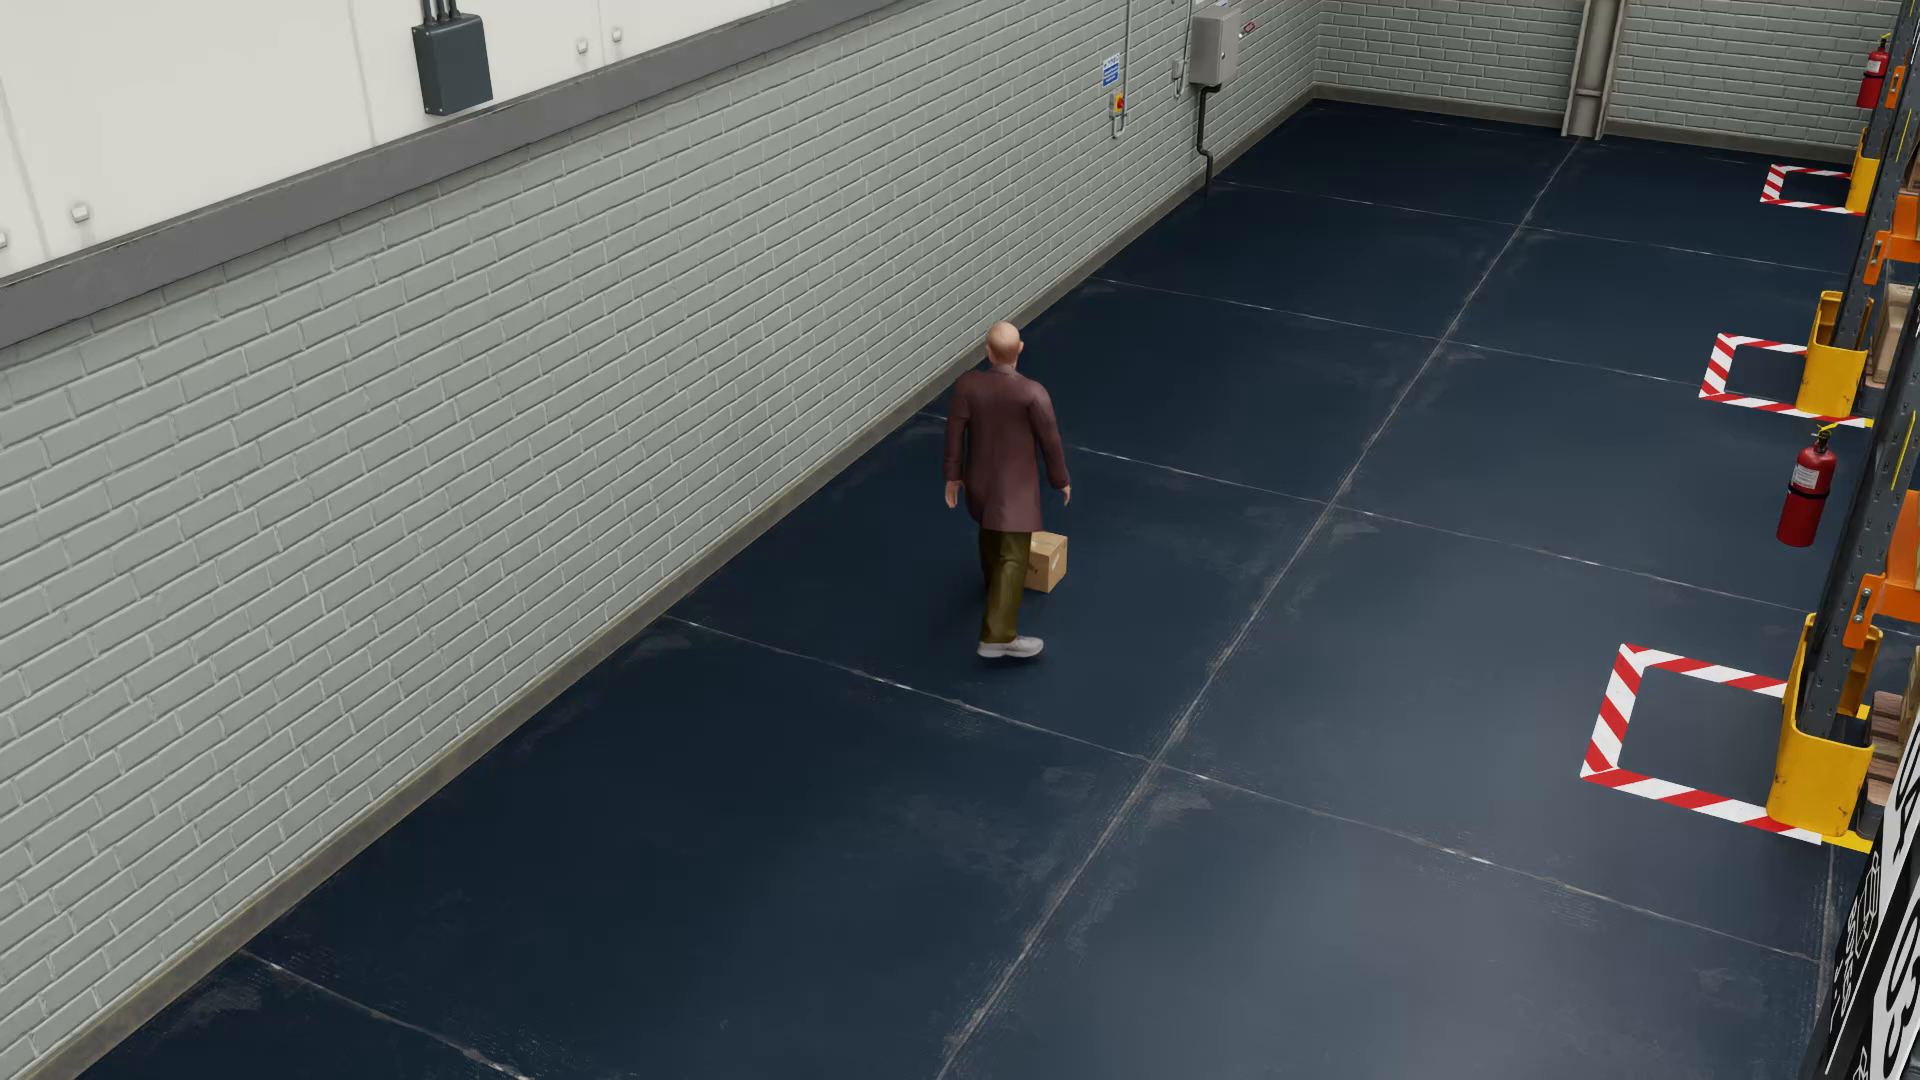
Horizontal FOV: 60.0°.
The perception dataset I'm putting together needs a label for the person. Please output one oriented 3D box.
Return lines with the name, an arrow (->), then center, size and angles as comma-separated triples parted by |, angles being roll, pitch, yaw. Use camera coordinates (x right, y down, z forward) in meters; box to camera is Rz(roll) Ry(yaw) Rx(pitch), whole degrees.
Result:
person -> 0.265, -0.305, 8.858 | 0.705, 1.746, 1.002 | 17, 34, 27
